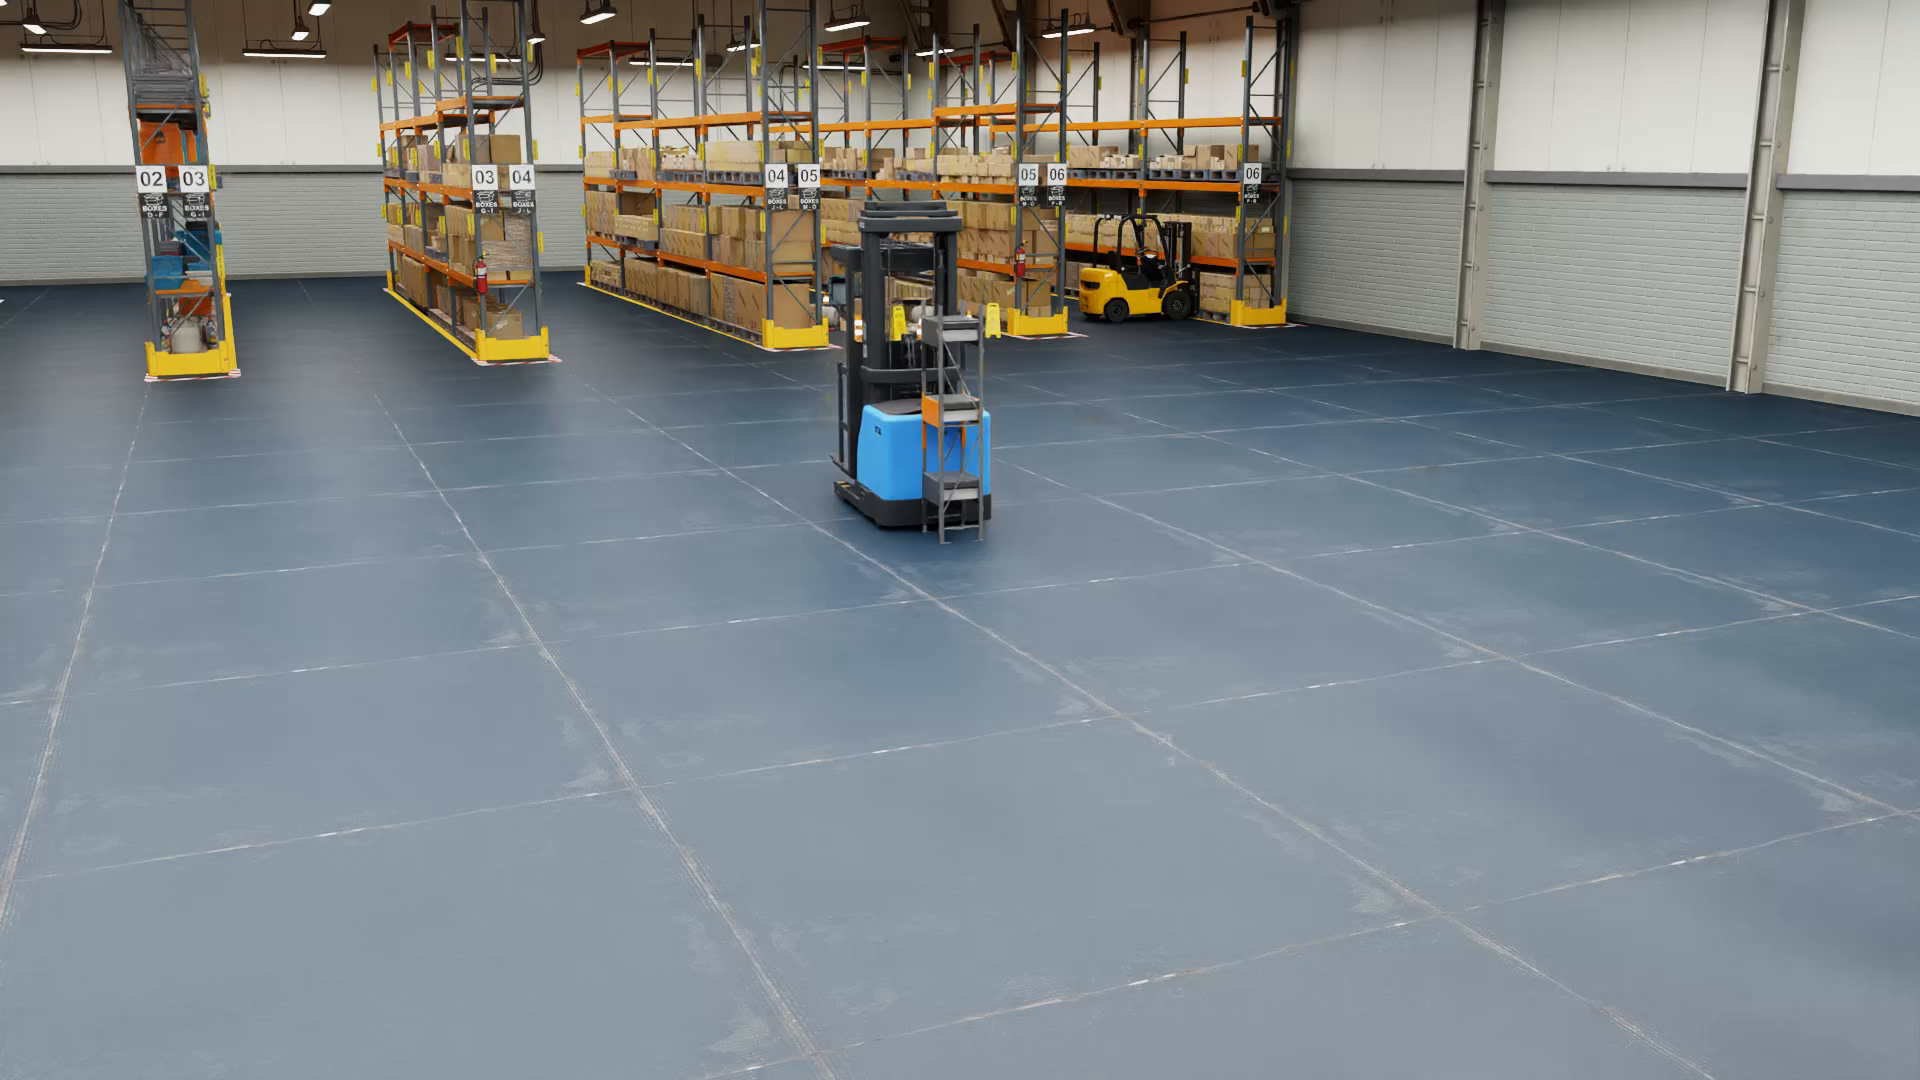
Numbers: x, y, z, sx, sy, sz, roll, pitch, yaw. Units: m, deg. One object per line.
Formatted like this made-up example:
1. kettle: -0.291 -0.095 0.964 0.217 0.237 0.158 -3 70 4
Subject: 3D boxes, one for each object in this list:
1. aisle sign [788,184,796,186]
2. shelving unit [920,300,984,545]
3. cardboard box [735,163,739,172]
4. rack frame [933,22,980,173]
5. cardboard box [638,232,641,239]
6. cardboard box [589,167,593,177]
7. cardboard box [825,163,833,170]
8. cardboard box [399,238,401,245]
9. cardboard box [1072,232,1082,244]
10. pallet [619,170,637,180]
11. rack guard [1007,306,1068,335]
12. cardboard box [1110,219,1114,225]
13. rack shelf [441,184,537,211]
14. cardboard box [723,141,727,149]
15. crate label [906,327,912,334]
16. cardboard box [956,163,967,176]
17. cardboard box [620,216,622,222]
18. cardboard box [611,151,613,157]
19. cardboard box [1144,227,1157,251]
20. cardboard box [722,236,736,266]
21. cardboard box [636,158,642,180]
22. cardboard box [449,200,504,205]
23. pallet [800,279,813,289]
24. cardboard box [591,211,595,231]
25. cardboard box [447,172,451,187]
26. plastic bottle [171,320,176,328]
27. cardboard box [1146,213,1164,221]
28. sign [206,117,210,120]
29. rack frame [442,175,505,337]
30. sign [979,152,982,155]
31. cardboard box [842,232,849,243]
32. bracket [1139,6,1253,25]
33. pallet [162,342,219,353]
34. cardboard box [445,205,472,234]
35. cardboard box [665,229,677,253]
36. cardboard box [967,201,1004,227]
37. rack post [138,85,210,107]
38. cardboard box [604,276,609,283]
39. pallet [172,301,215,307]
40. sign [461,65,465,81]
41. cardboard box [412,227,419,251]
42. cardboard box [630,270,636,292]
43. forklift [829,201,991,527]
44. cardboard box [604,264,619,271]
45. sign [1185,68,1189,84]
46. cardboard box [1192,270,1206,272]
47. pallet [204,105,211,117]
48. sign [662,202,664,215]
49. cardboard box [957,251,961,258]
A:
1. aisle sign: -4.628 -10.047 45.863 0.394 0.787 0.004 -6 14 -23
2. shelving unit: -0.068 -1.049 14.742 0.431 2.100 0.503 -5 14 -18
3. cardboard box: -3.921 -6.857 30.596 0.380 0.149 0.250 -6 14 -23
4. rack frame: -0.076 -9.181 34.582 1.000 3.000 0.127 -6 14 -23
5. cardboard box: -7.090 -6.916 37.725 0.380 0.149 0.250 -6 14 -24
6. cardboard box: -9.226 -9.433 42.655 0.500 0.250 0.500 -5 14 -21
7. cardboard box: -3.095 -9.170 40.775 0.380 0.166 0.250 -7 15 -27
8. cardboard box: -12.990 -7.033 39.164 0.380 0.149 0.250 -6 14 -24
9. cardboard box: 3.019 -7.243 39.844 0.500 0.250 0.500 -6 14 -24
10. pallet: -7.208 -8.462 38.544 1.213 0.211 1.003 -6 14 -23
11. rack guard: 1.495 -4.230 32.038 1.175 0.500 0.348 -6 14 -23
12. cardboard box: 3.686 -7.332 38.237 0.380 0.149 0.250 -6 14 -24
13. rack shelf: -8.355 -6.061 29.349 1.077 0.370 4.000 -6 14 -23
14. cardboard box: -4.226 -7.403 31.185 0.380 0.149 0.250 -6 14 -23
15. crate label: -1.081 -3.996 31.832 0.298 0.136 0.250 9 16 35
16. cardboard box: 0.253 -7.466 33.495 0.500 0.250 0.500 -5 14 -22
17. cardboard box: -7.822 -7.582 39.284 0.380 0.149 0.250 -5 14 -22
18. cardboard box: -8.267 -9.363 40.360 0.380 0.149 0.250 -5 14 -22
19. cardboard box: 4.409 -6.641 36.690 0.500 0.500 0.500 -6 14 -25
20. cardboard box: -4.063 -5.555 31.885 0.875 0.550 0.550 -6 14 -23
21. cardboard box: -7.044 -8.428 37.758 0.500 0.500 0.500 -6 14 -23
22. cardboard box: -9.347 -6.037 32.040 1.000 1.000 1.000 -6 14 -23
23. pallet: -3.514 -6.717 43.424 1.003 0.211 1.213 -6 14 -23
24. cardboard box: -9.214 -8.237 42.927 0.500 0.500 0.500 -6 14 -23
25. cardboard box: -8.994 -6.527 30.098 0.500 0.250 0.500 -6 14 -23
26. plastic bottle: -13.620 -3.649 28.881 0.144 0.351 0.185 -6 14 -23
27. cardboard box: 4.326 -7.125 36.681 0.380 0.149 0.250 -5 14 -22
28. sign: -18.004 -10.214 39.759 0.100 0.325 0.005 -6 14 -23
29. rack frame: -9.157 -5.363 31.391 1.000 3.000 0.127 -6 14 -23
30. sign: 0.418 -8.022 35.081 0.100 0.325 0.005 -6 14 -23
31. cardboard box: -2.525 -7.302 40.102 0.500 0.250 0.500 -6 14 -24
32. bracket: 5.096 -11.369 36.051 0.076 0.066 4.783 -6 14 -23
33. pallet: -12.971 -3.163 28.066 1.003 0.211 1.213 -6 14 -23
34. cardboard box: -9.209 -5.928 30.733 0.500 0.500 0.500 -6 14 -23
35. cardboard box: -6.035 -6.444 35.837 0.500 0.500 0.500 -6 14 -24
36. cardboard box: 0.554 -6.516 33.270 0.700 0.500 0.500 -6 14 -23
37. rack post: -12.279 -6.936 25.992 0.937 0.300 0.954 -4 14 -17
38. cardboard box: -8.830 -6.630 42.254 0.380 0.149 0.250 -6 14 -23
39. pallet: -16.629 -5.047 36.209 1.003 0.211 1.213 -6 14 -23
40. sign: -10.266 -9.657 34.392 0.100 0.325 0.005 -6 14 -23
41. cardboard box: -11.792 -6.634 36.659 0.500 0.500 0.500 -5 14 -22
42. cardboard box: -7.510 -6.144 39.378 0.500 0.500 0.500 -5 14 -20
43. forklift: -0.633 -1.835 16.299 1.130 2.935 3.031 -4 14 -17
44. cardboard box: -8.747 -6.862 41.937 0.380 0.149 0.250 -6 14 -25
45. sign: 4.988 -10.208 36.594 0.100 0.325 0.005 -6 14 -23
46. cardboard box: 4.985 -5.614 35.423 0.500 0.250 0.500 -6 14 -24
47. pallet: -15.558 -8.530 33.075 1.213 0.211 1.003 -6 14 -23
48. sign: -7.269 -8.058 40.467 0.100 0.325 0.005 -6 14 -23
49. cardboard box: 0.106 -5.888 34.216 0.380 0.149 0.250 -5 14 -21
